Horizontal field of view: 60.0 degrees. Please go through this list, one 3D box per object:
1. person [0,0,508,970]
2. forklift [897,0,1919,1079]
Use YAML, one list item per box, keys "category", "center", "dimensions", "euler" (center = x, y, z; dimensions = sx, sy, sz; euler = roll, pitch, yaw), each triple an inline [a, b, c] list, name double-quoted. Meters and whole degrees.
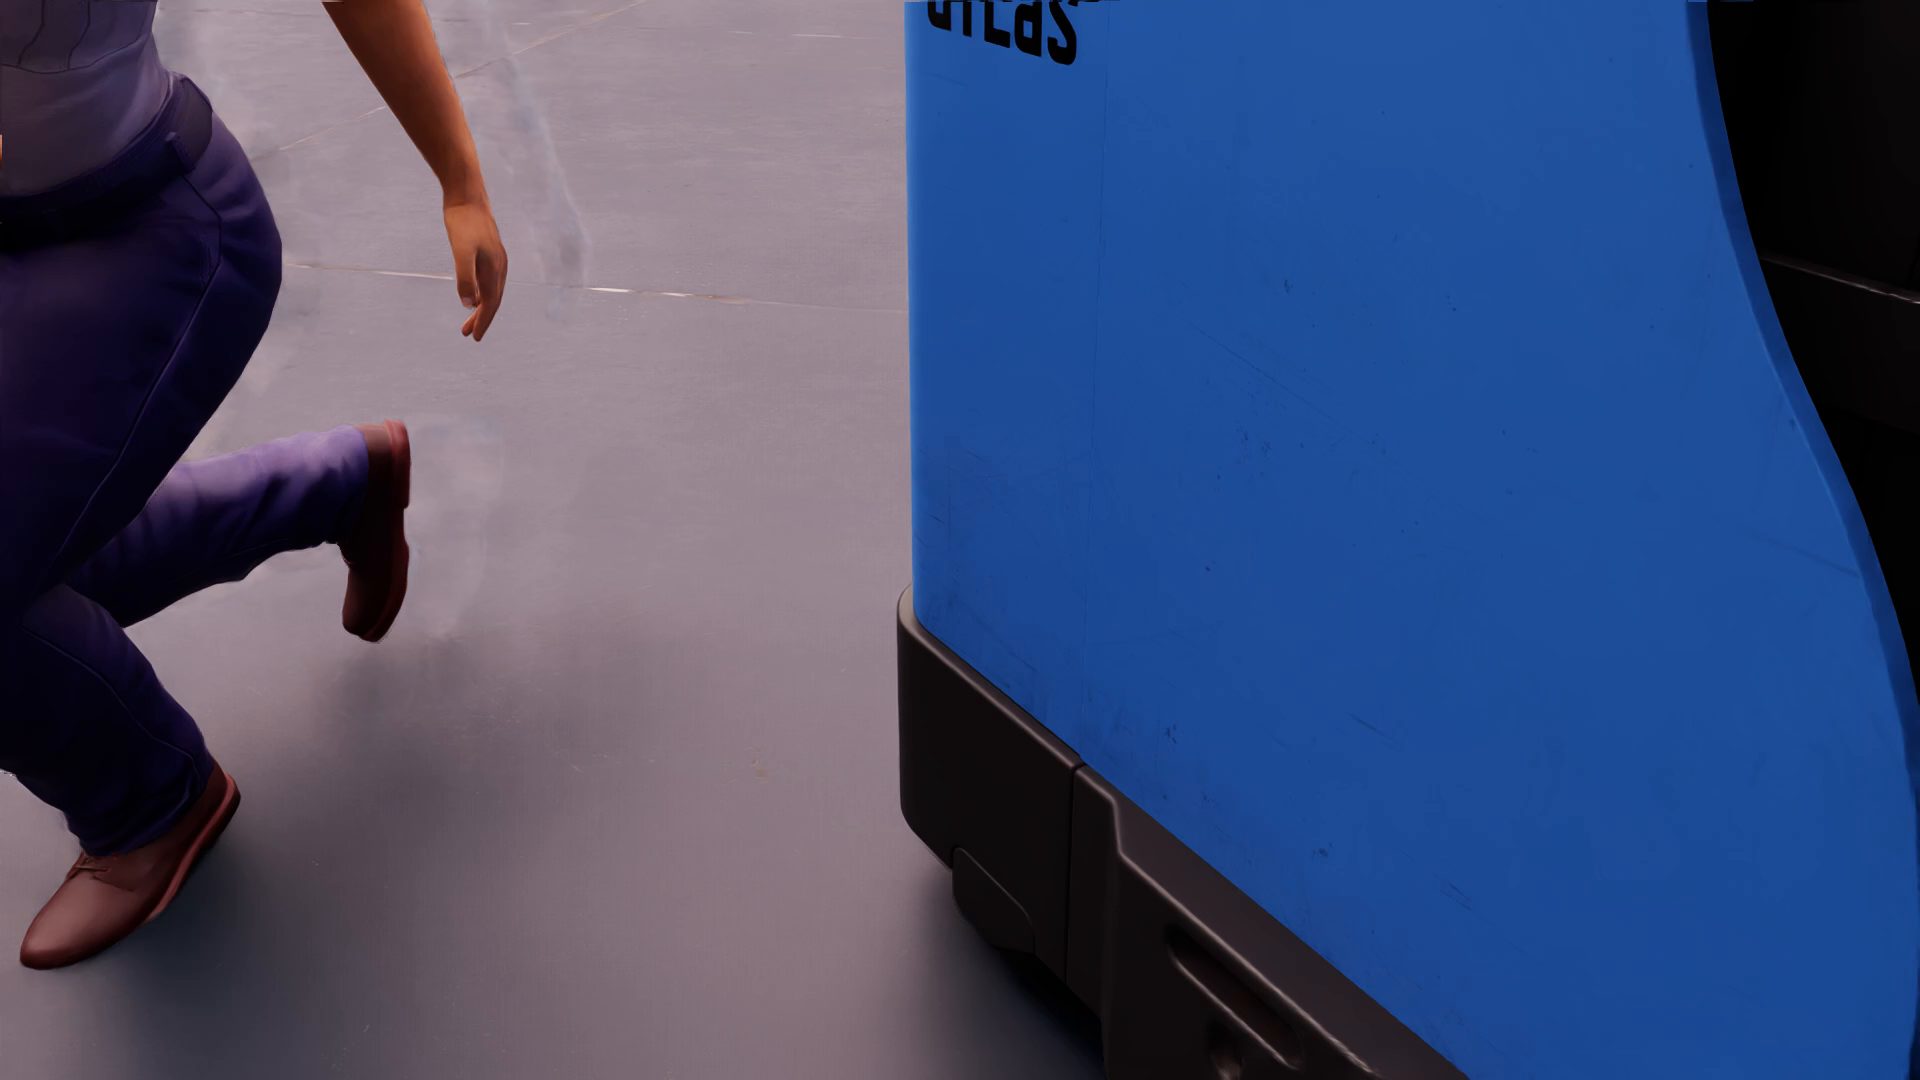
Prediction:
- category: "person"
  center: [-0.805, -0.314, 1.603]
  dimensions: [0.589, 1.433, 0.845]
  euler: [5, 27, 9]
- category: "forklift"
  center: [1.144, -0.527, 0.290]
  dimensions: [1.130, 2.935, 3.031]
  euler: [-16, 31, -28]
